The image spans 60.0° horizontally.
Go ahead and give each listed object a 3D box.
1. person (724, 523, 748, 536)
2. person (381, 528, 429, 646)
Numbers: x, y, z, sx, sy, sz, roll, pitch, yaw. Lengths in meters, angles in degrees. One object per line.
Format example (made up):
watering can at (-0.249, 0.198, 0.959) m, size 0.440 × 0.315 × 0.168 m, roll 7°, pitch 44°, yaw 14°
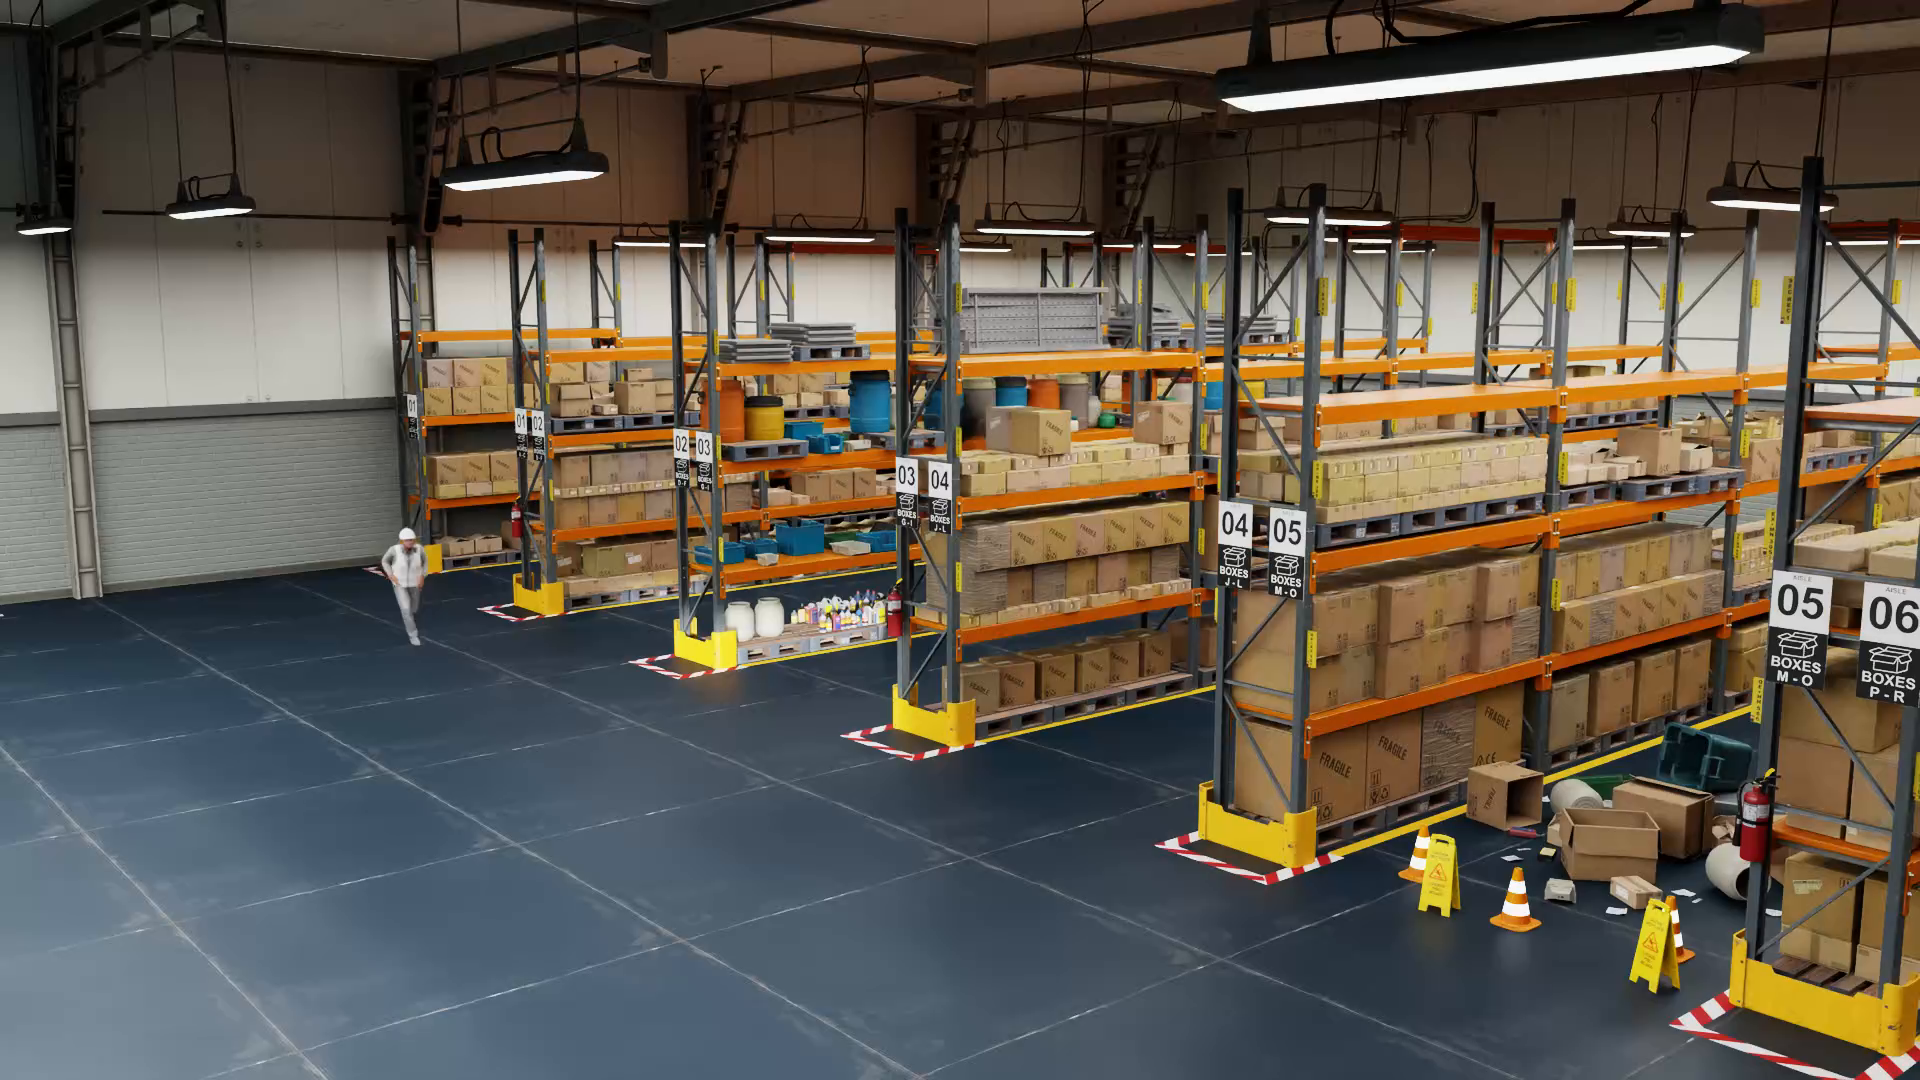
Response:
person at (-4.496, -0.673, 32.707) m, size 0.687 × 1.666 × 0.783 m, roll 4°, pitch 10°, yaw 23°
person at (-8.047, 0.643, 24.170) m, size 0.665 × 1.728 × 0.963 m, roll -3°, pitch 9°, yaw -21°
